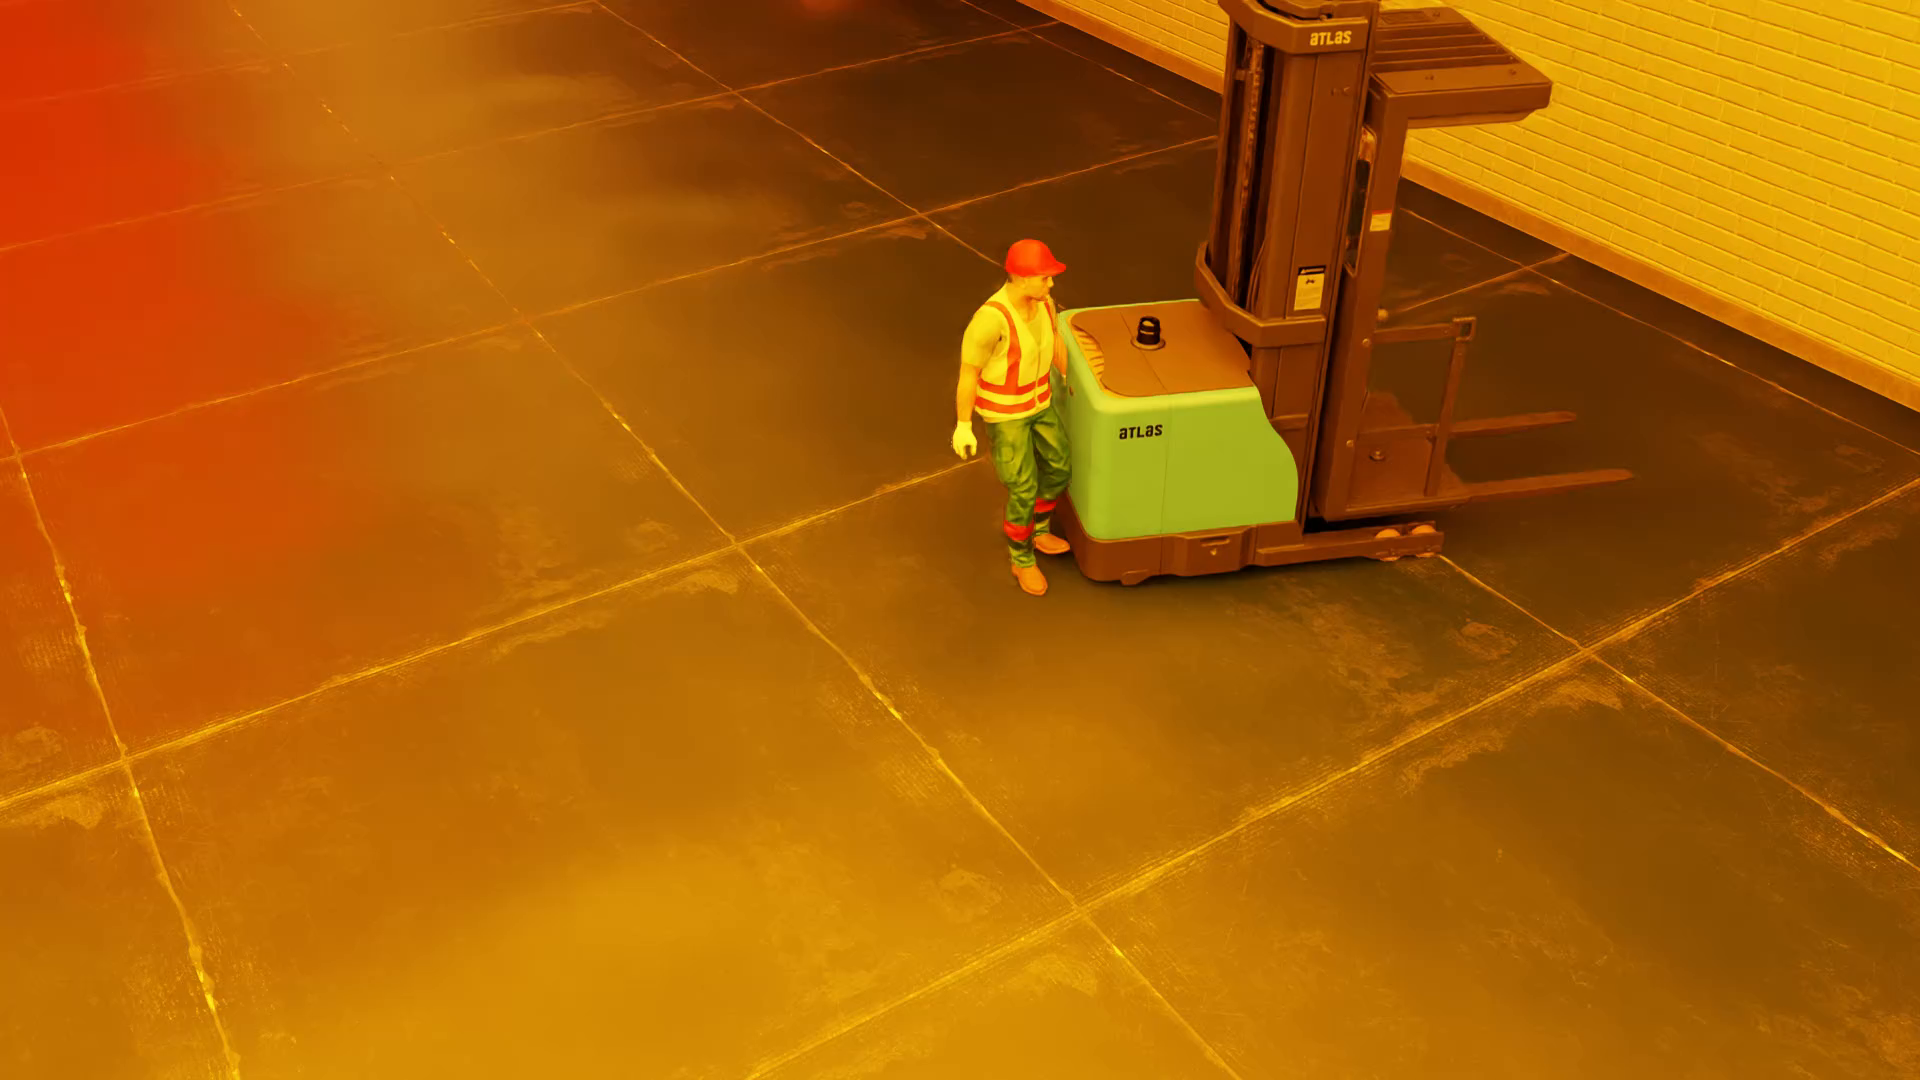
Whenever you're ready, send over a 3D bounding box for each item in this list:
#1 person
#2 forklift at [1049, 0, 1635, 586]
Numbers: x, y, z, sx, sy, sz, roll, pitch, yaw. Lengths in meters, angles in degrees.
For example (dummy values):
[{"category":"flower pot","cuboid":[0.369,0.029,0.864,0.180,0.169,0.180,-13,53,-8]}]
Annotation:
[{"category":"person","cuboid":[0.345,-0.613,8.061,0.534,1.750,0.795,26,43,32]},{"category":"forklift","cuboid":[2.019,-1.381,8.113,3.031,2.935,1.130,-6,36,-9]}]
